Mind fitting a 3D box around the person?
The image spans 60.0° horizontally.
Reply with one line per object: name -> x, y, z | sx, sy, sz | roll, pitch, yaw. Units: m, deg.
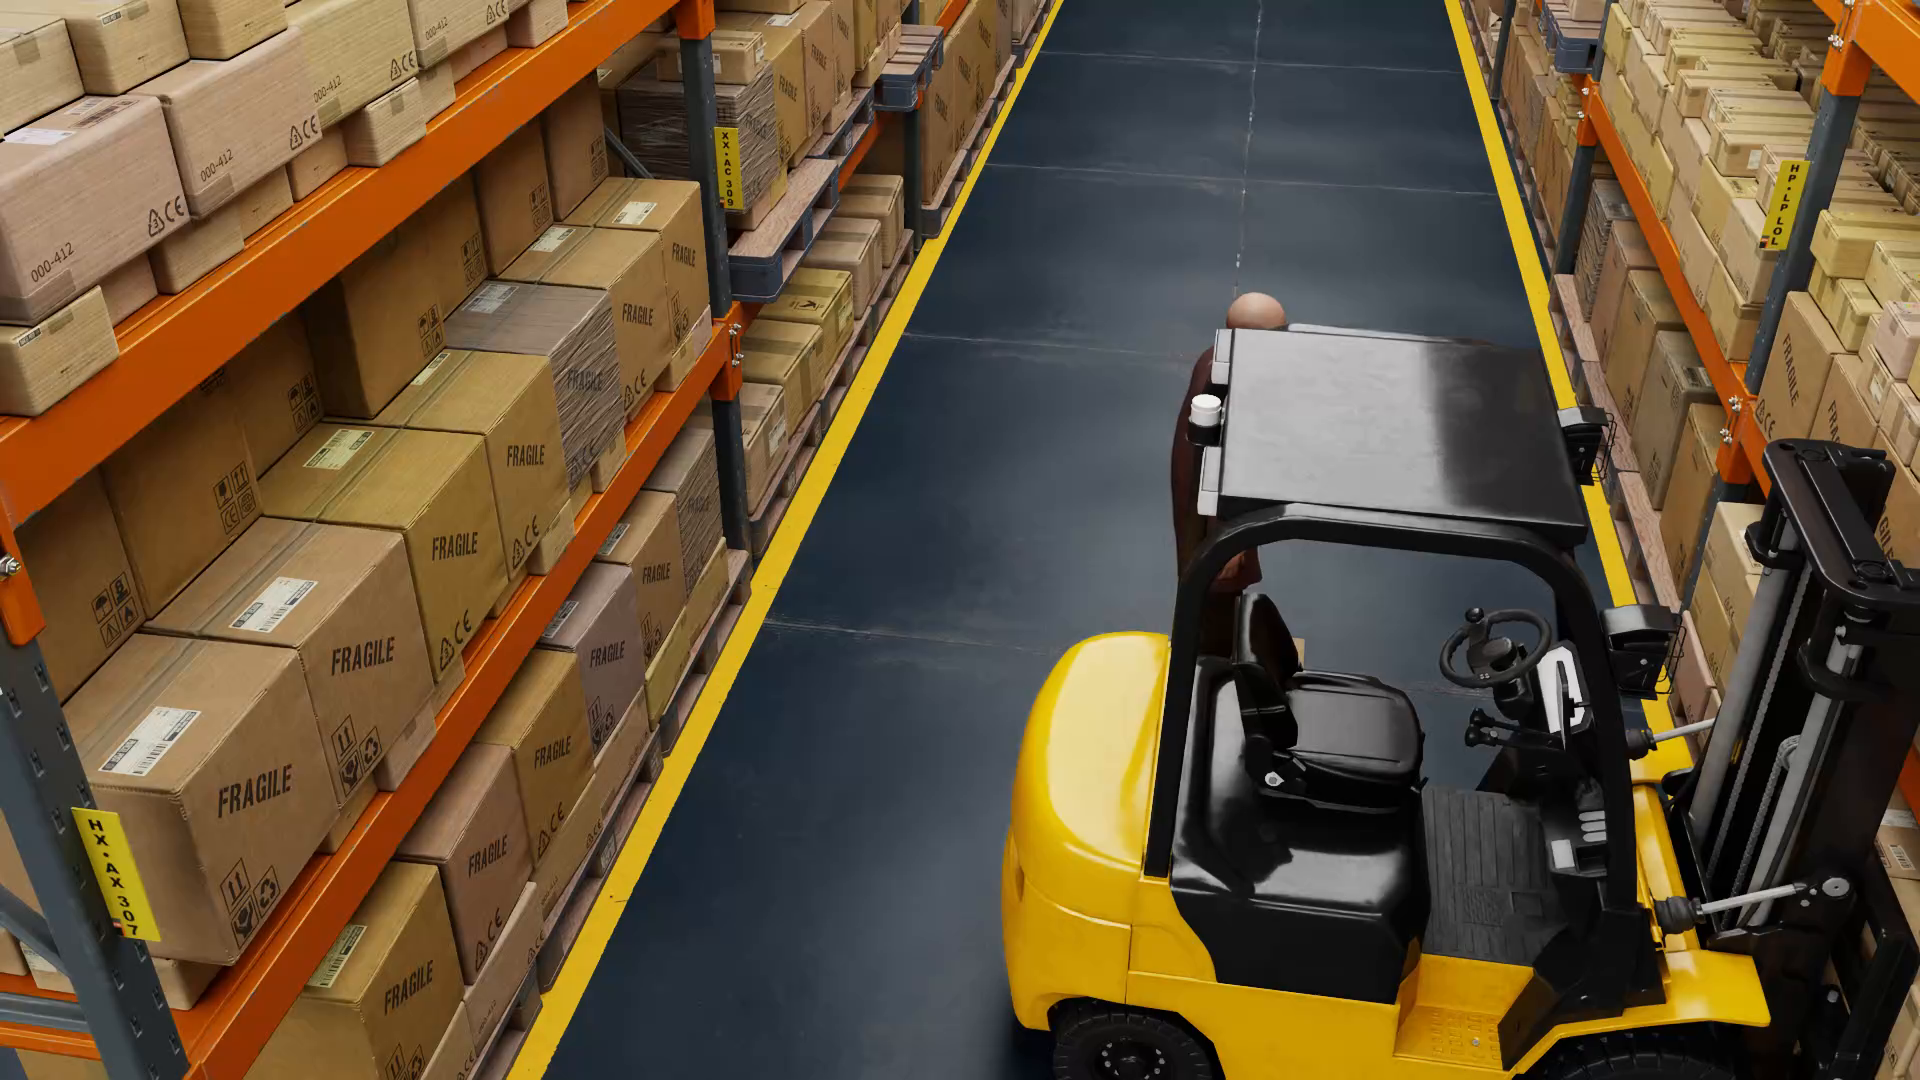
person -> 1.001, -0.105, 6.319 | 0.428, 1.773, 0.643 | 5, 32, 9
